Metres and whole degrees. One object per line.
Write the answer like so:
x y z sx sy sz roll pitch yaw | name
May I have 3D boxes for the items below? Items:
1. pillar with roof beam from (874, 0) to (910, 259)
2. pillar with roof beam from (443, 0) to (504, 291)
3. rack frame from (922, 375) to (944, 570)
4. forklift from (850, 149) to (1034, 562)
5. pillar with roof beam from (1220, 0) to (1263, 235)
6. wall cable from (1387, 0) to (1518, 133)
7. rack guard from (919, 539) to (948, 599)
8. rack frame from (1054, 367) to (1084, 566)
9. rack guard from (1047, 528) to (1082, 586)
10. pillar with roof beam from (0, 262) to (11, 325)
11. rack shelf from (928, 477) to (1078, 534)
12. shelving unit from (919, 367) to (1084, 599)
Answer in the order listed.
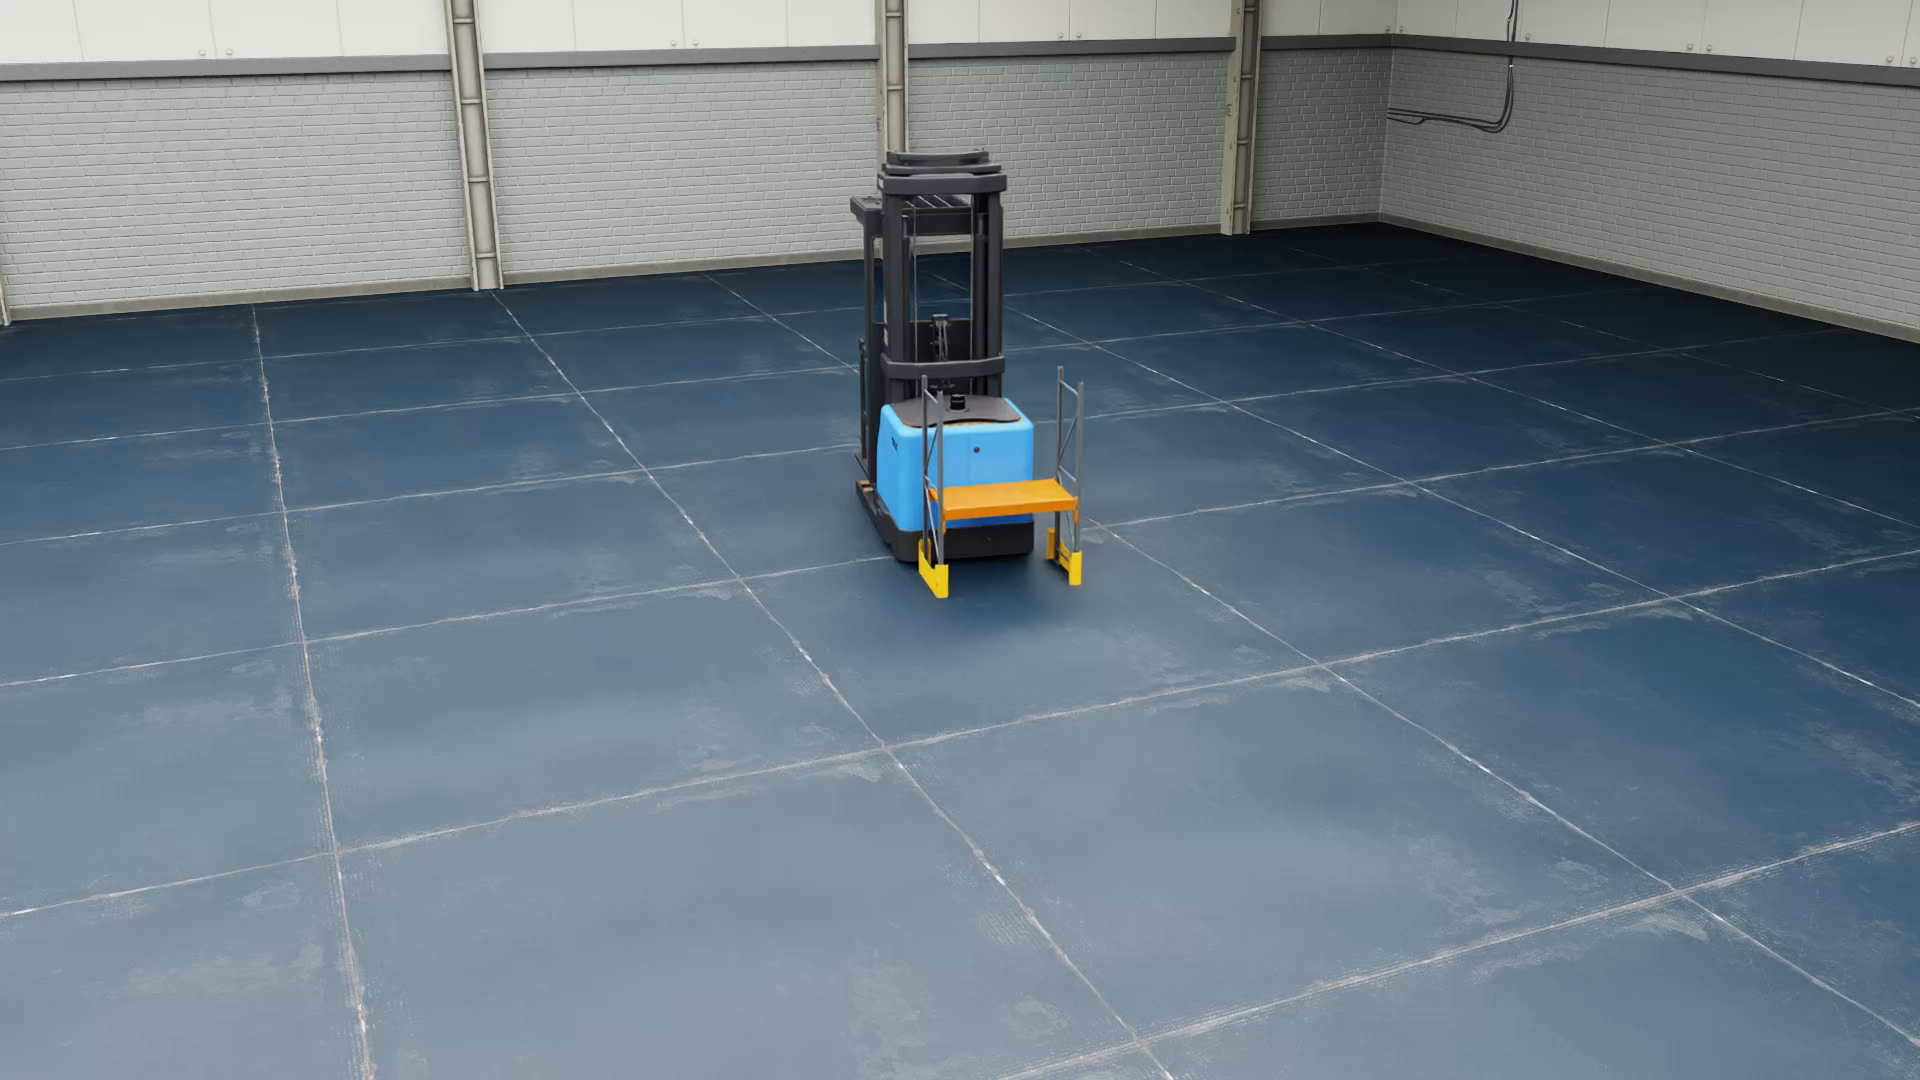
0.715 -7.191 19.897 0.400 9.000 9.100 -8 21 -22 | pillar with roof beam
-4.794 -6.402 17.655 0.400 9.000 9.100 -8 21 -22 | pillar with roof beam
-0.194 -0.383 11.853 0.032 1.500 0.500 -5 20 -14 | rack frame
-0.258 -1.674 13.363 1.130 2.935 3.031 -4 20 -12 | forklift
6.224 -7.981 22.138 0.400 9.000 9.100 -8 21 -22 | pillar with roof beam
7.748 -7.813 26.338 0.112 2.526 3.097 -8 21 -22 | wall cable
-0.193 0.206 12.061 0.087 0.250 0.587 -5 20 -14 | rack guard
0.789 -0.470 12.098 0.032 1.500 0.500 -5 20 -14 | rack frame
0.770 0.121 12.301 0.087 0.250 0.587 -5 20 -14 | rack guard
-10.303 -5.613 15.413 0.400 9.000 9.100 -8 21 -22 | pillar with roof beam
0.297 -0.257 12.035 1.000 0.185 0.538 -5 20 -14 | rack shelf
0.288 -0.426 11.973 1.083 1.500 0.587 -5 20 -14 | shelving unit
